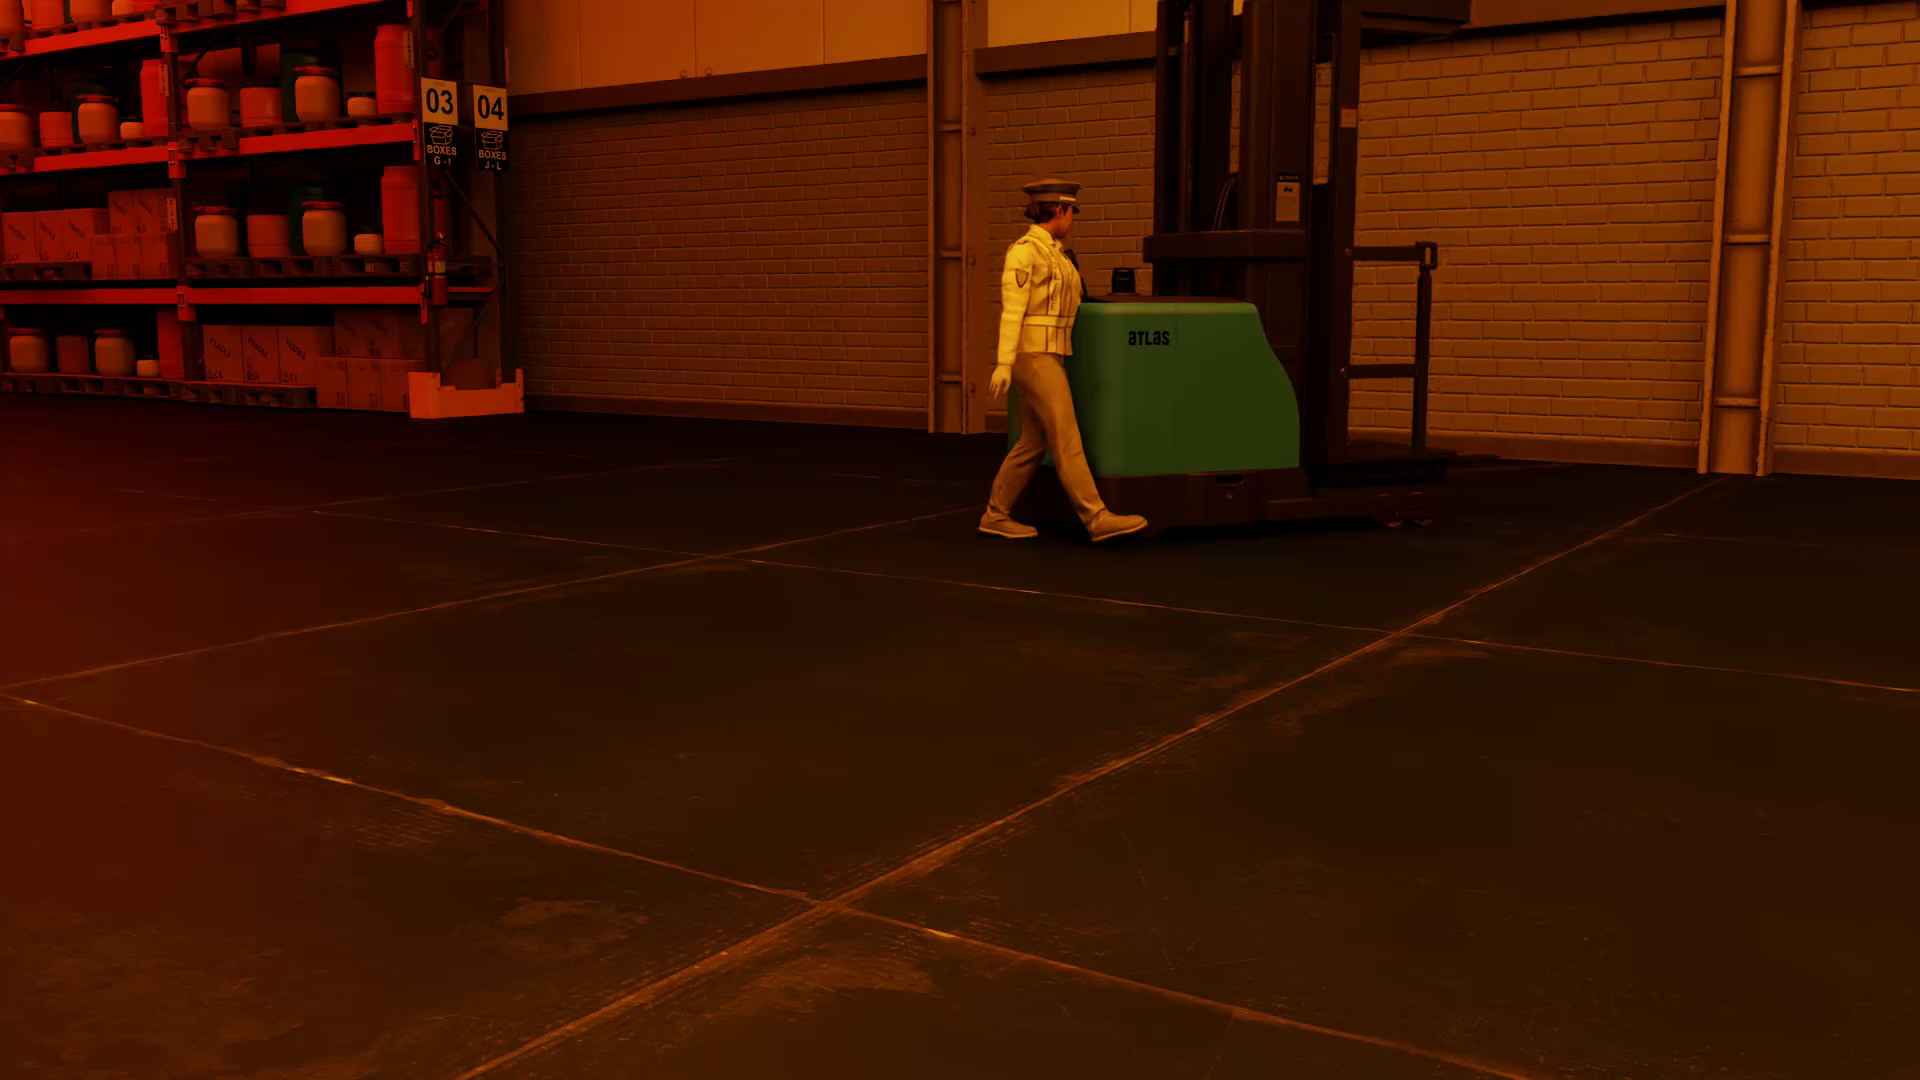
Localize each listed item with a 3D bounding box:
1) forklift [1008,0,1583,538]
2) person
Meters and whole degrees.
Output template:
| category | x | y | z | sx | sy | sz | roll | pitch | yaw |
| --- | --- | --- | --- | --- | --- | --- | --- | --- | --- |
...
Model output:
| category | x | y | z | sx | sy | sz | roll | pitch | yaw |
| --- | --- | --- | --- | --- | --- | --- | --- | --- | --- |
| forklift | 1.779 | -1.574 | 8.262 | 3.031 | 2.935 | 1.130 | -4 | 9 | -25 |
| person | 0.455 | -0.787 | 7.402 | 0.861 | 1.620 | 0.633 | 3 | 9 | 21 |
